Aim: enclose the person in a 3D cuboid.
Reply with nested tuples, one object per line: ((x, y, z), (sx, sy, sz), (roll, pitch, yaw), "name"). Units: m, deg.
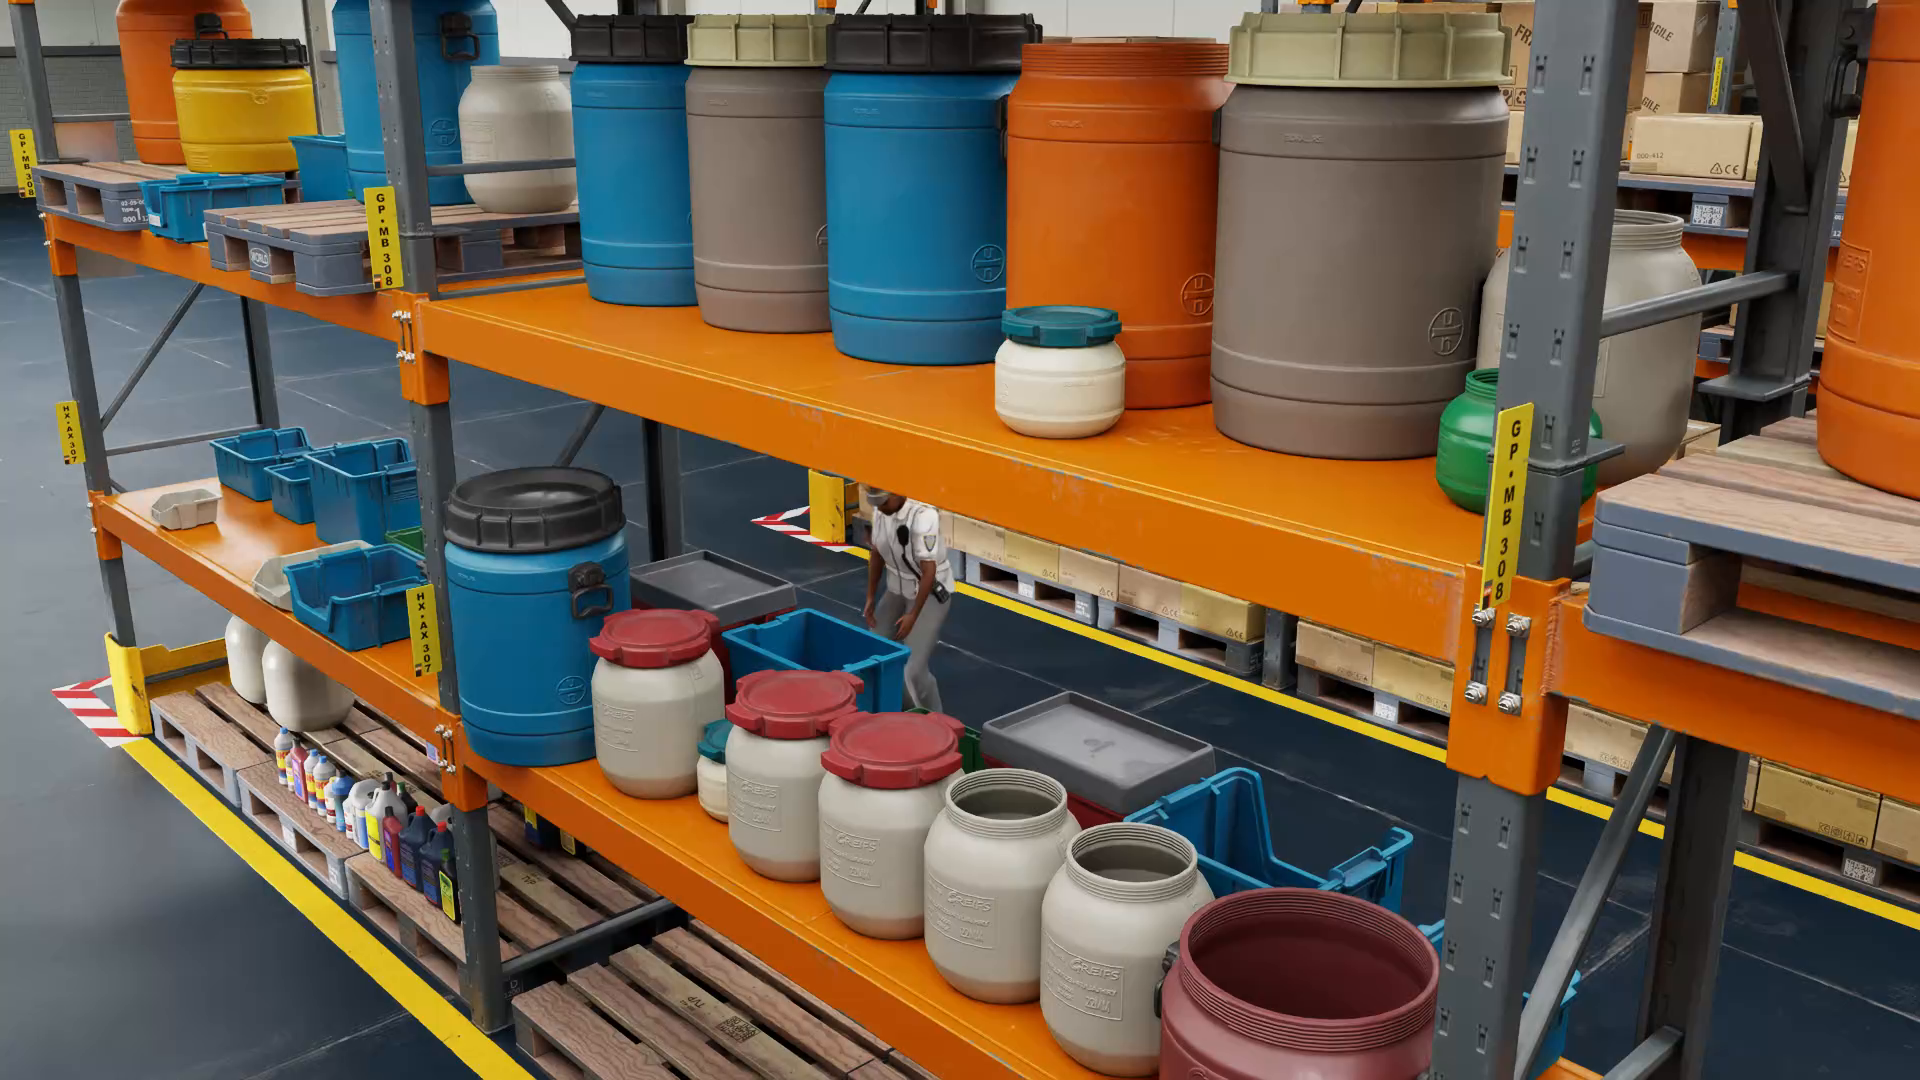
((-0.282, 0.324, 8.735), (0.563, 1.546, 0.480), (-15, 23, -40), "person")
